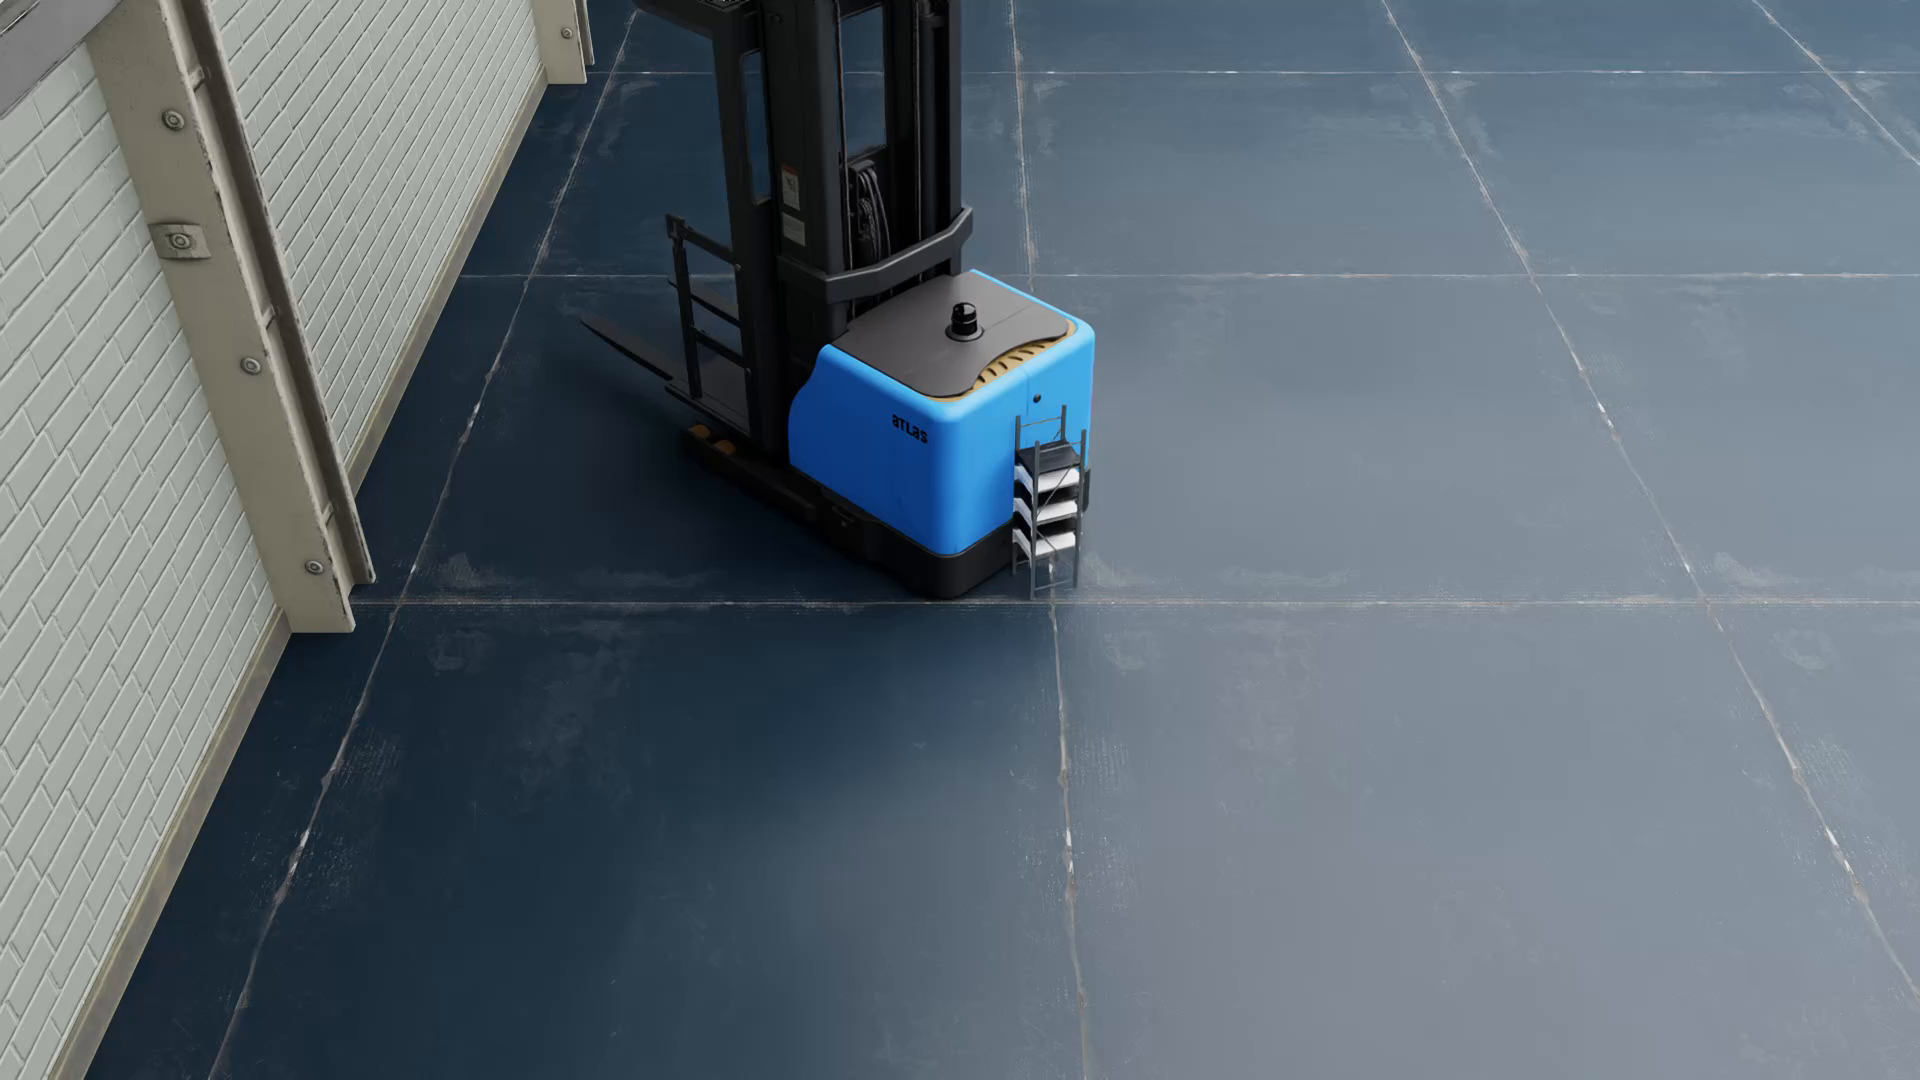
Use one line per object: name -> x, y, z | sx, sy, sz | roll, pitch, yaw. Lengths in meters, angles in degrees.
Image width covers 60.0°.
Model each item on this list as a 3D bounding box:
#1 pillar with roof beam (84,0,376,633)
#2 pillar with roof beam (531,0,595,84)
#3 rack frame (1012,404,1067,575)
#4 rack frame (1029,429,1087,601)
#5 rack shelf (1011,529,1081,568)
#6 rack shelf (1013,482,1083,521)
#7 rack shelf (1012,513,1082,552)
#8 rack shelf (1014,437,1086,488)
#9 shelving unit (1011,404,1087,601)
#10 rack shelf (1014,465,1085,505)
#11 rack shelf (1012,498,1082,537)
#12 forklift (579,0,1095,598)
pillar with roof beam -> 1.418, -3.223, 4.822 | 9.100, 9.000, 0.400 | 0, 39, 0
pillar with roof beam -> 1.411, -6.975, 9.504 | 9.100, 9.000, 0.400 | 0, 39, 0
rack frame -> 0.356, -0.216, 7.545 | 0.240, 0.900, 0.006 | -14, 41, -17
rack frame -> 0.432, -0.098, 7.398 | 0.240, 0.900, 0.006 | -14, 41, -17
rack shelf -> 0.393, 0.009, 7.605 | 0.258, 0.077, 0.200 | -14, 41, -17
rack shelf -> 0.394, -0.201, 7.436 | 0.258, 0.077, 0.200 | -14, 41, -17
rack shelf -> 0.393, -0.061, 7.549 | 0.258, 0.077, 0.200 | -14, 41, -17
rack shelf -> 0.394, -0.342, 7.324 | 0.258, 0.077, 0.200 | -14, 41, -17
shelving unit -> 0.394, -0.157, 7.472 | 0.258, 0.900, 0.210 | -14, 41, -17
rack shelf -> 0.394, -0.272, 7.380 | 0.258, 0.077, 0.200 | -14, 41, -17
rack shelf -> 0.394, -0.131, 7.492 | 0.258, 0.077, 0.200 | -14, 41, -17
forklift -> -0.784, -1.690, 7.761 | 3.031, 2.935, 1.130 | 31, 48, 33
